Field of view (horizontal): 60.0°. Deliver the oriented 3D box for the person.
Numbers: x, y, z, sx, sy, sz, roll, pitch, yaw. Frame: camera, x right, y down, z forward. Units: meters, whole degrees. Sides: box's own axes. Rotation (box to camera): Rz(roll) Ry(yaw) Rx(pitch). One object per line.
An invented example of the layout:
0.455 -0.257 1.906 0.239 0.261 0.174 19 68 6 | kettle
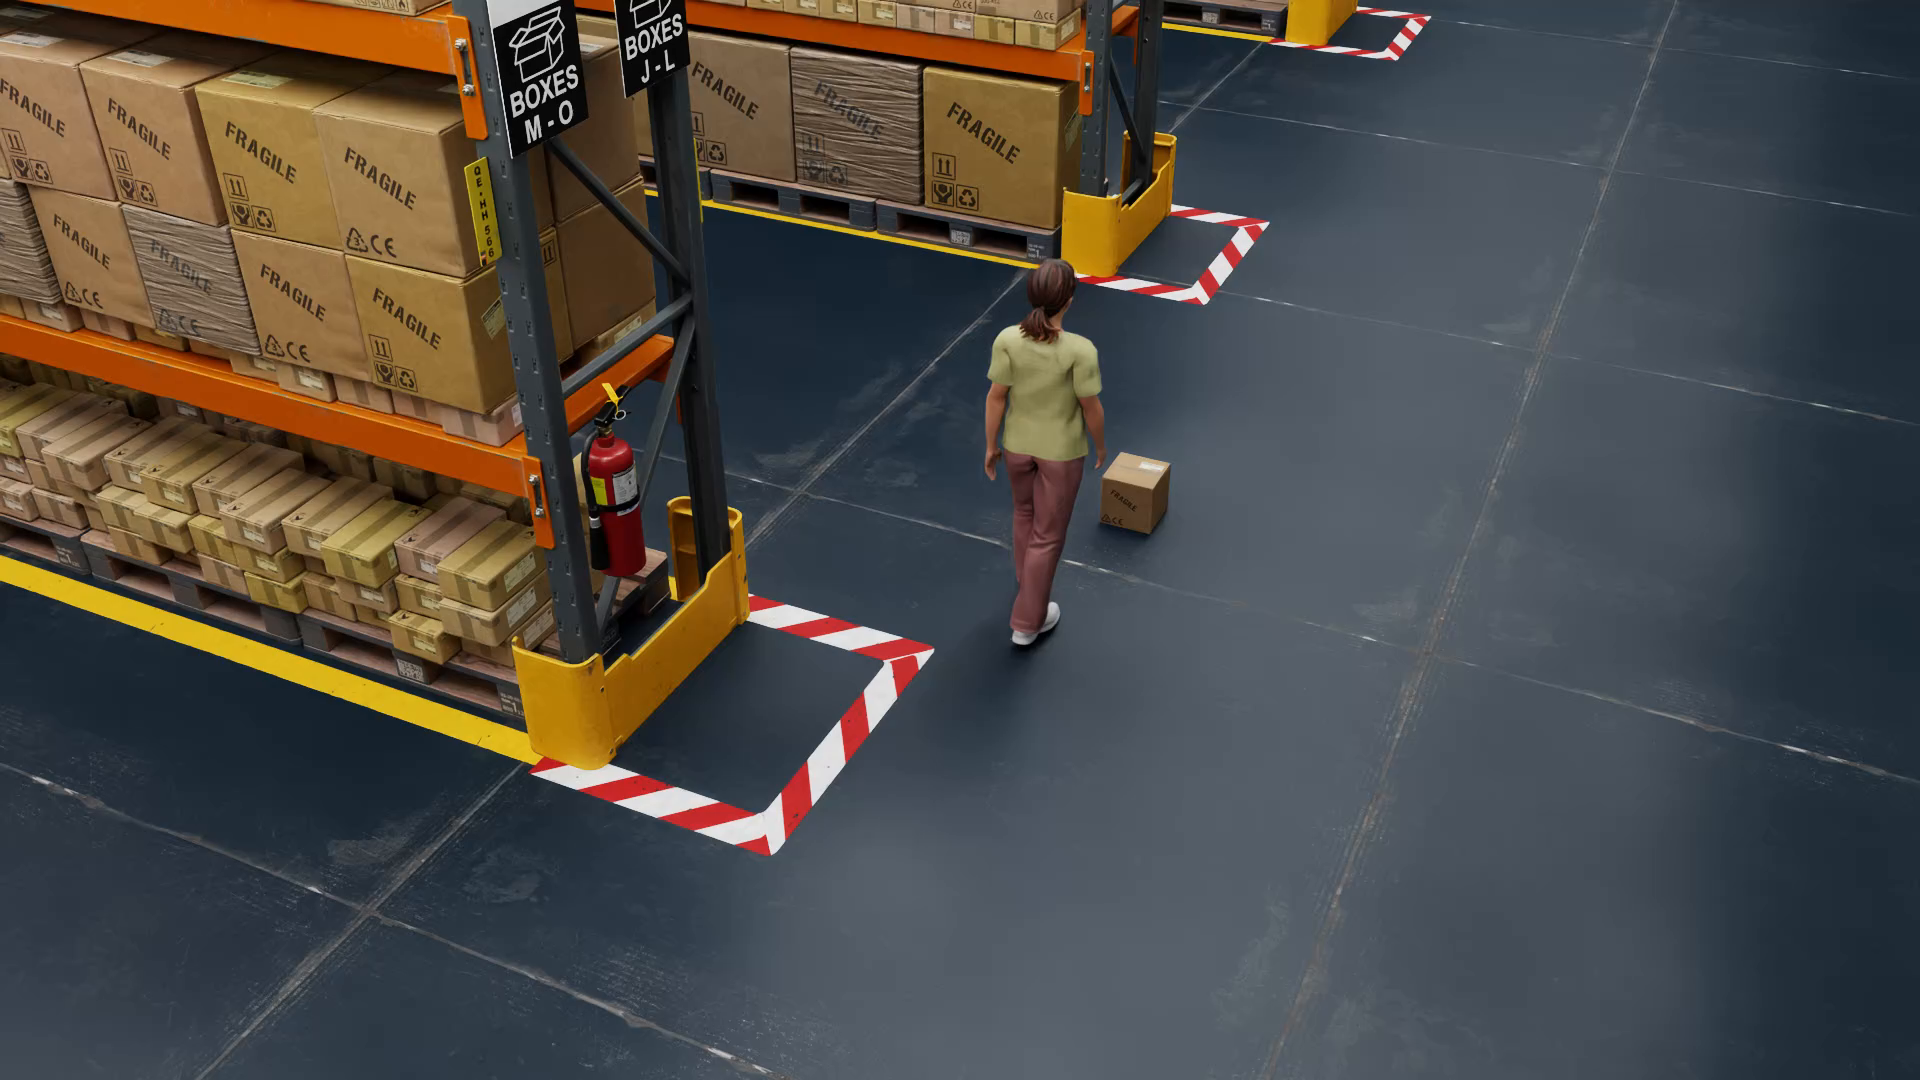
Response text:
0.384 -0.385 6.709 0.454 1.681 0.630 15 37 22 | person
